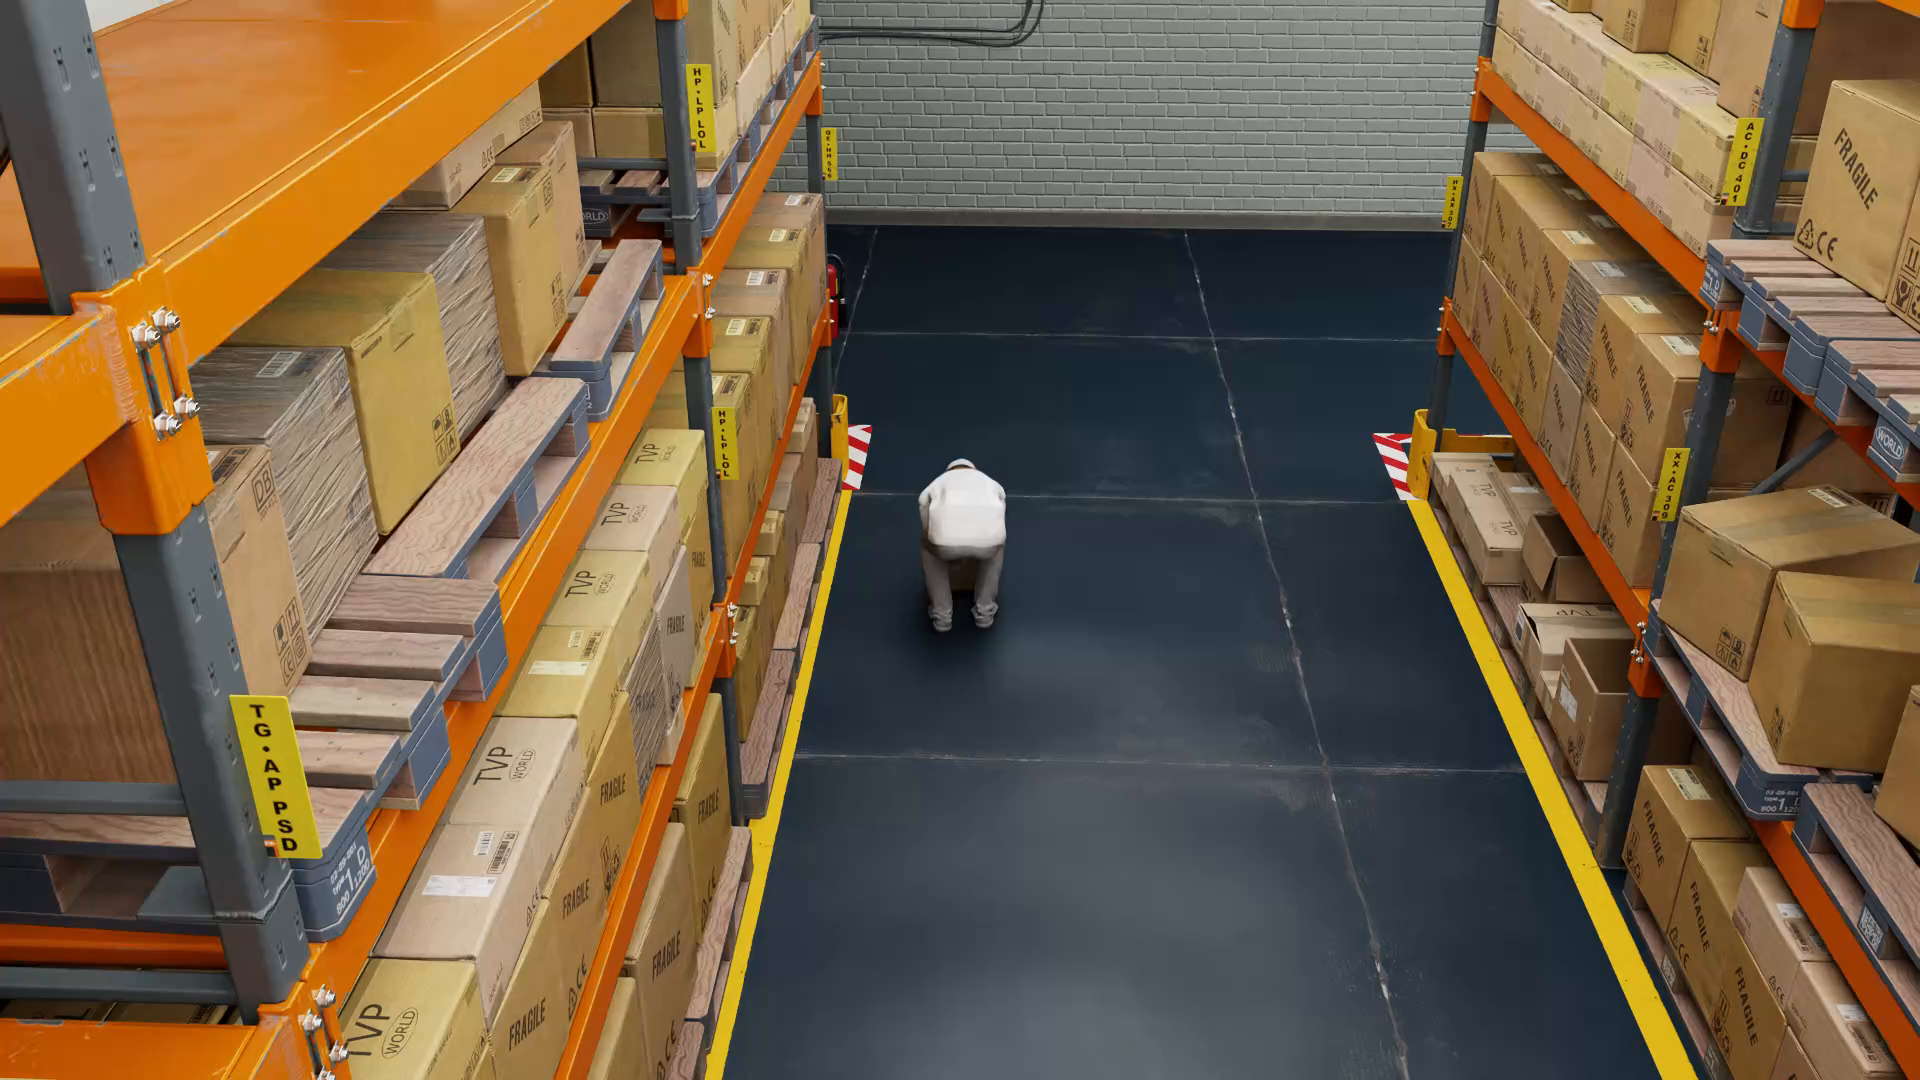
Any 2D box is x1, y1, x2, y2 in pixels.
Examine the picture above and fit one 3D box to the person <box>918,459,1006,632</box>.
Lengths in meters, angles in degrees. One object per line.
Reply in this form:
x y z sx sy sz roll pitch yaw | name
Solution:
0.014 0.009 9.555 0.505 0.886 0.979 -1 28 -1 | person
